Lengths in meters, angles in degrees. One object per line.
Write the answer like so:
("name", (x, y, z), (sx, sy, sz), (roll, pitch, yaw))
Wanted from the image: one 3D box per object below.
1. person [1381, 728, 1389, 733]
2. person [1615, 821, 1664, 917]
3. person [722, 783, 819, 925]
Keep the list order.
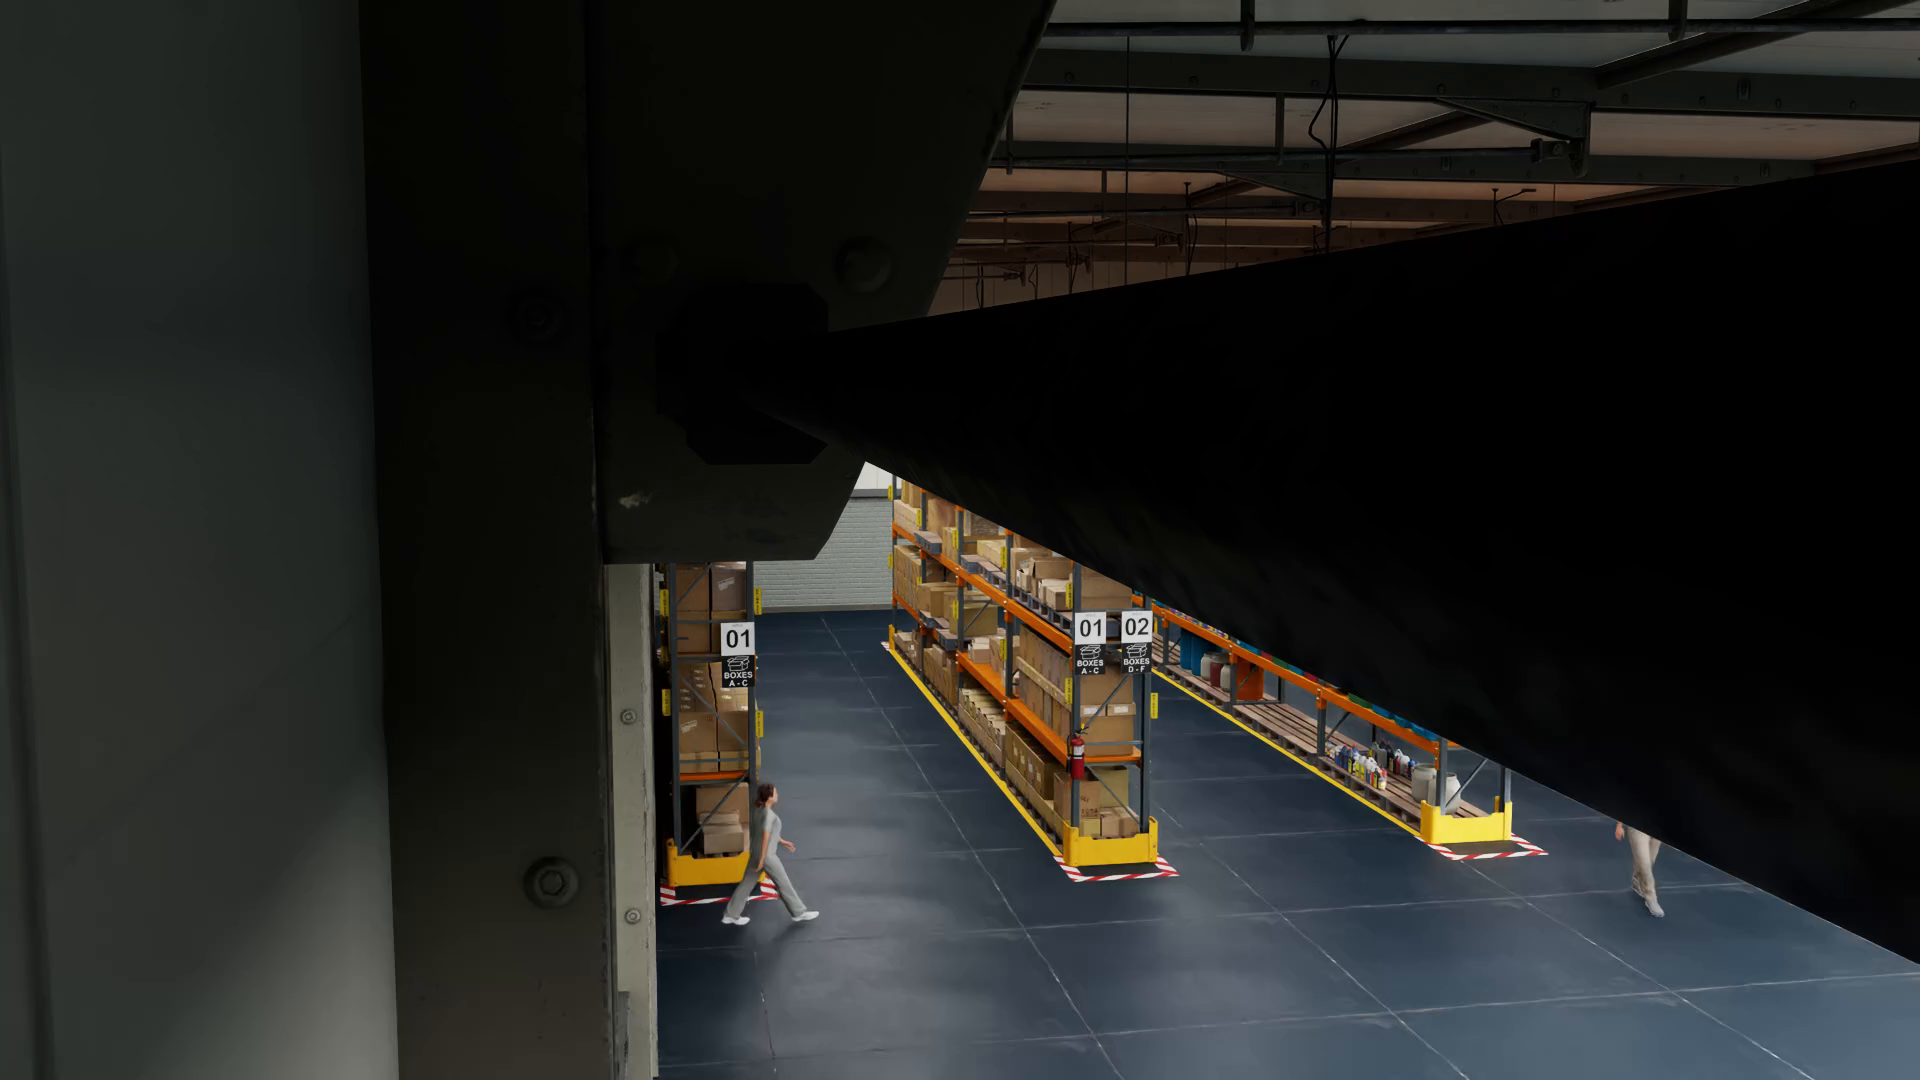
("person", (7.347, 2.441, 28.604), (0.534, 1.655, 0.644), (-1, 6, -12))
("person", (7.993, 3.399, 19.289), (0.567, 1.723, 0.871), (-1, 6, -6))
("person", (-2.128, 3.502, 18.589), (1.090, 1.593, 0.499), (-2, 6, -15))
